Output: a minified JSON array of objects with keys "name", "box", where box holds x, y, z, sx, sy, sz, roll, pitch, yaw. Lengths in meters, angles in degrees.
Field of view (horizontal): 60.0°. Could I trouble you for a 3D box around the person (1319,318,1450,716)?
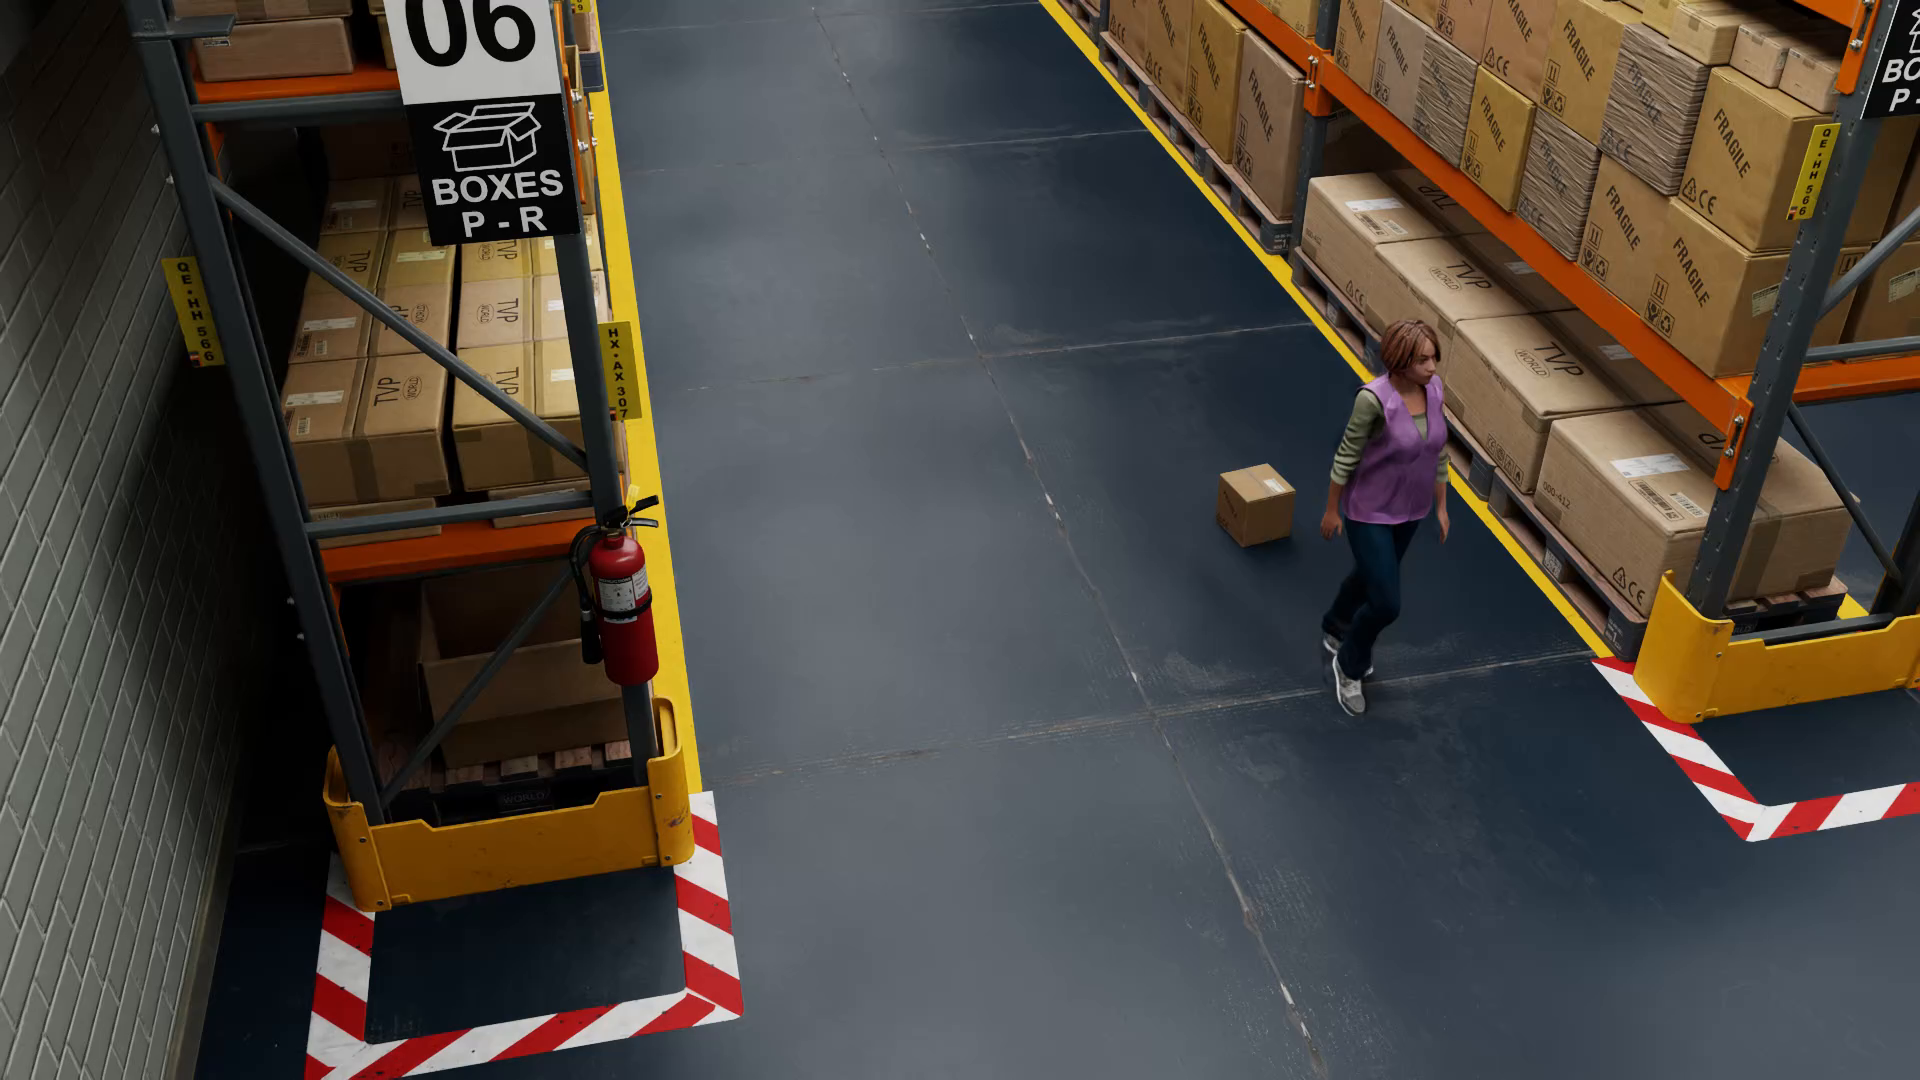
[{"name":"person","box":[1.608,-0.090,6.276,0.430,1.638,0.490,-19,39,-25]}]
